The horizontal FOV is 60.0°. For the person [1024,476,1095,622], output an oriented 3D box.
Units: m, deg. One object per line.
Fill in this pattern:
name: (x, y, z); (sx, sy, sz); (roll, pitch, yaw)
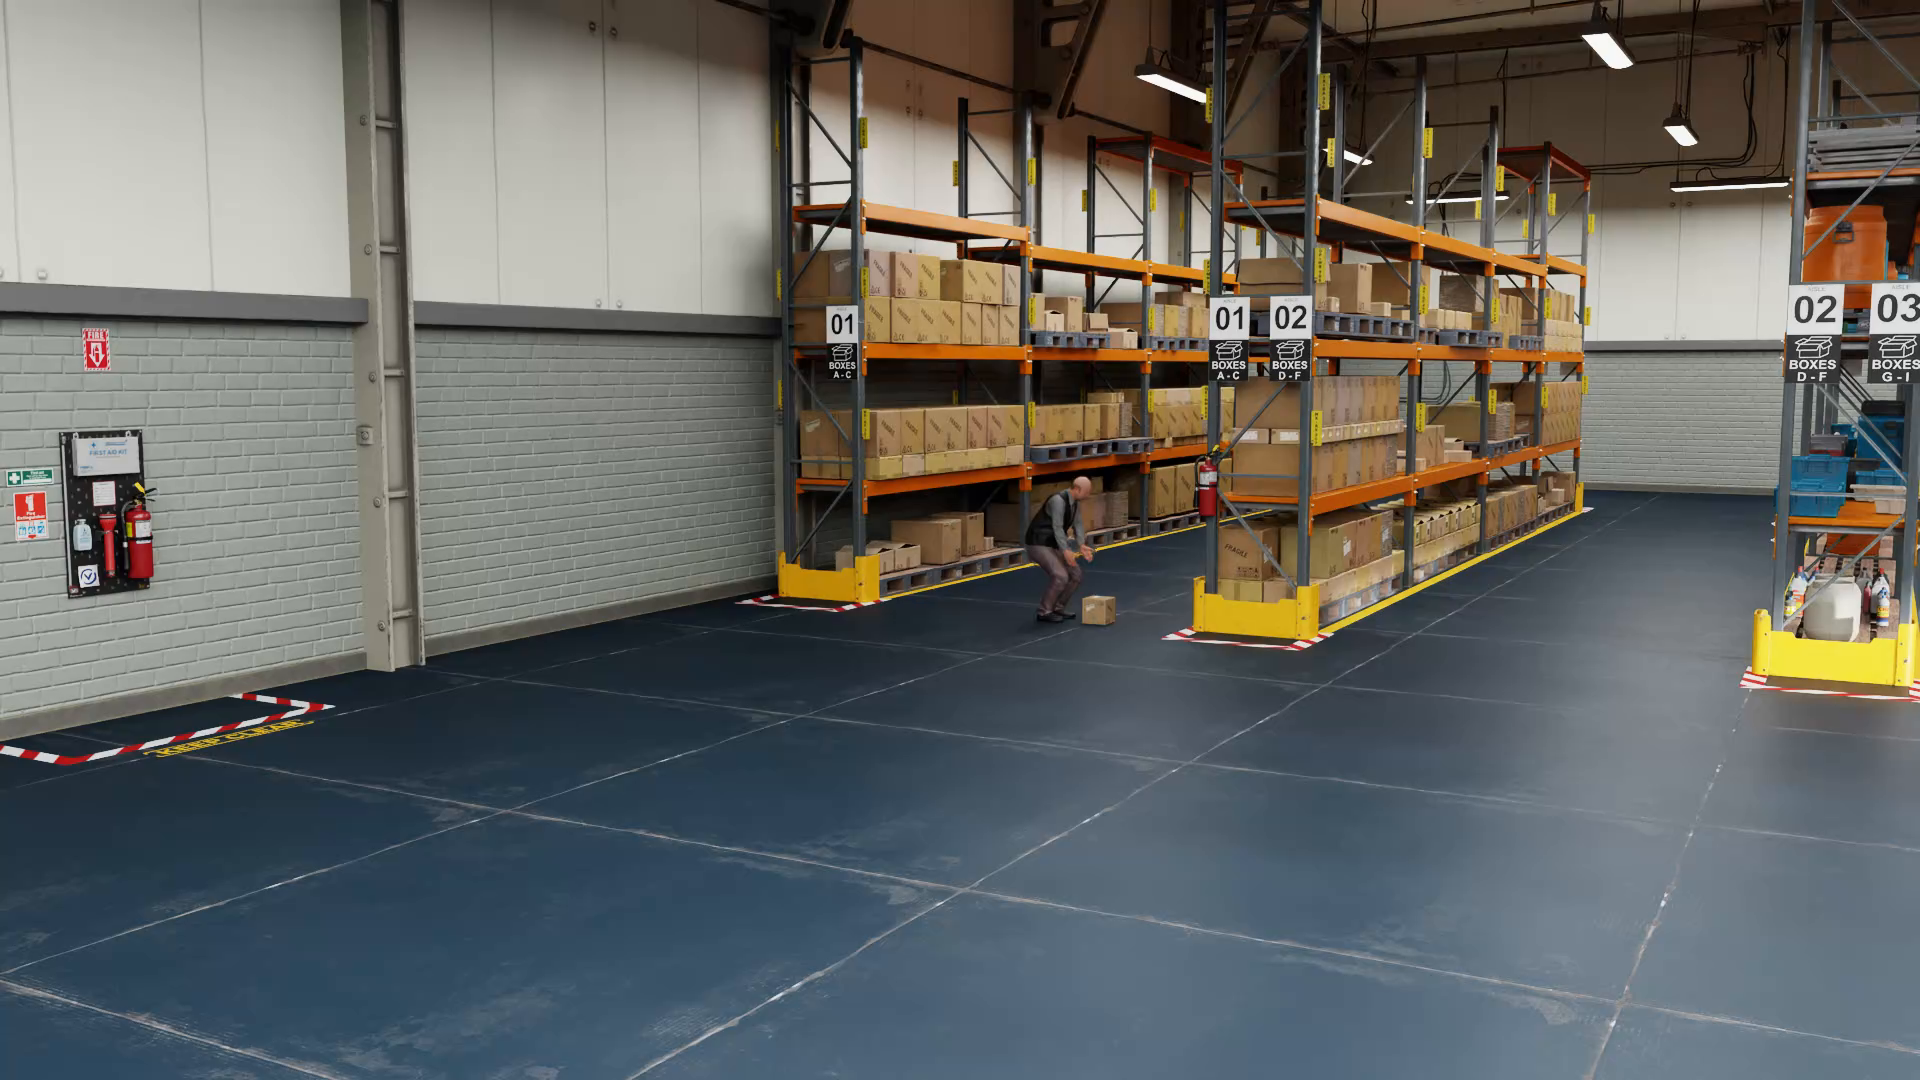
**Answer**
person: (1.012, 0.081, 16.800); (0.670, 1.455, 0.590); (3, 7, 29)
